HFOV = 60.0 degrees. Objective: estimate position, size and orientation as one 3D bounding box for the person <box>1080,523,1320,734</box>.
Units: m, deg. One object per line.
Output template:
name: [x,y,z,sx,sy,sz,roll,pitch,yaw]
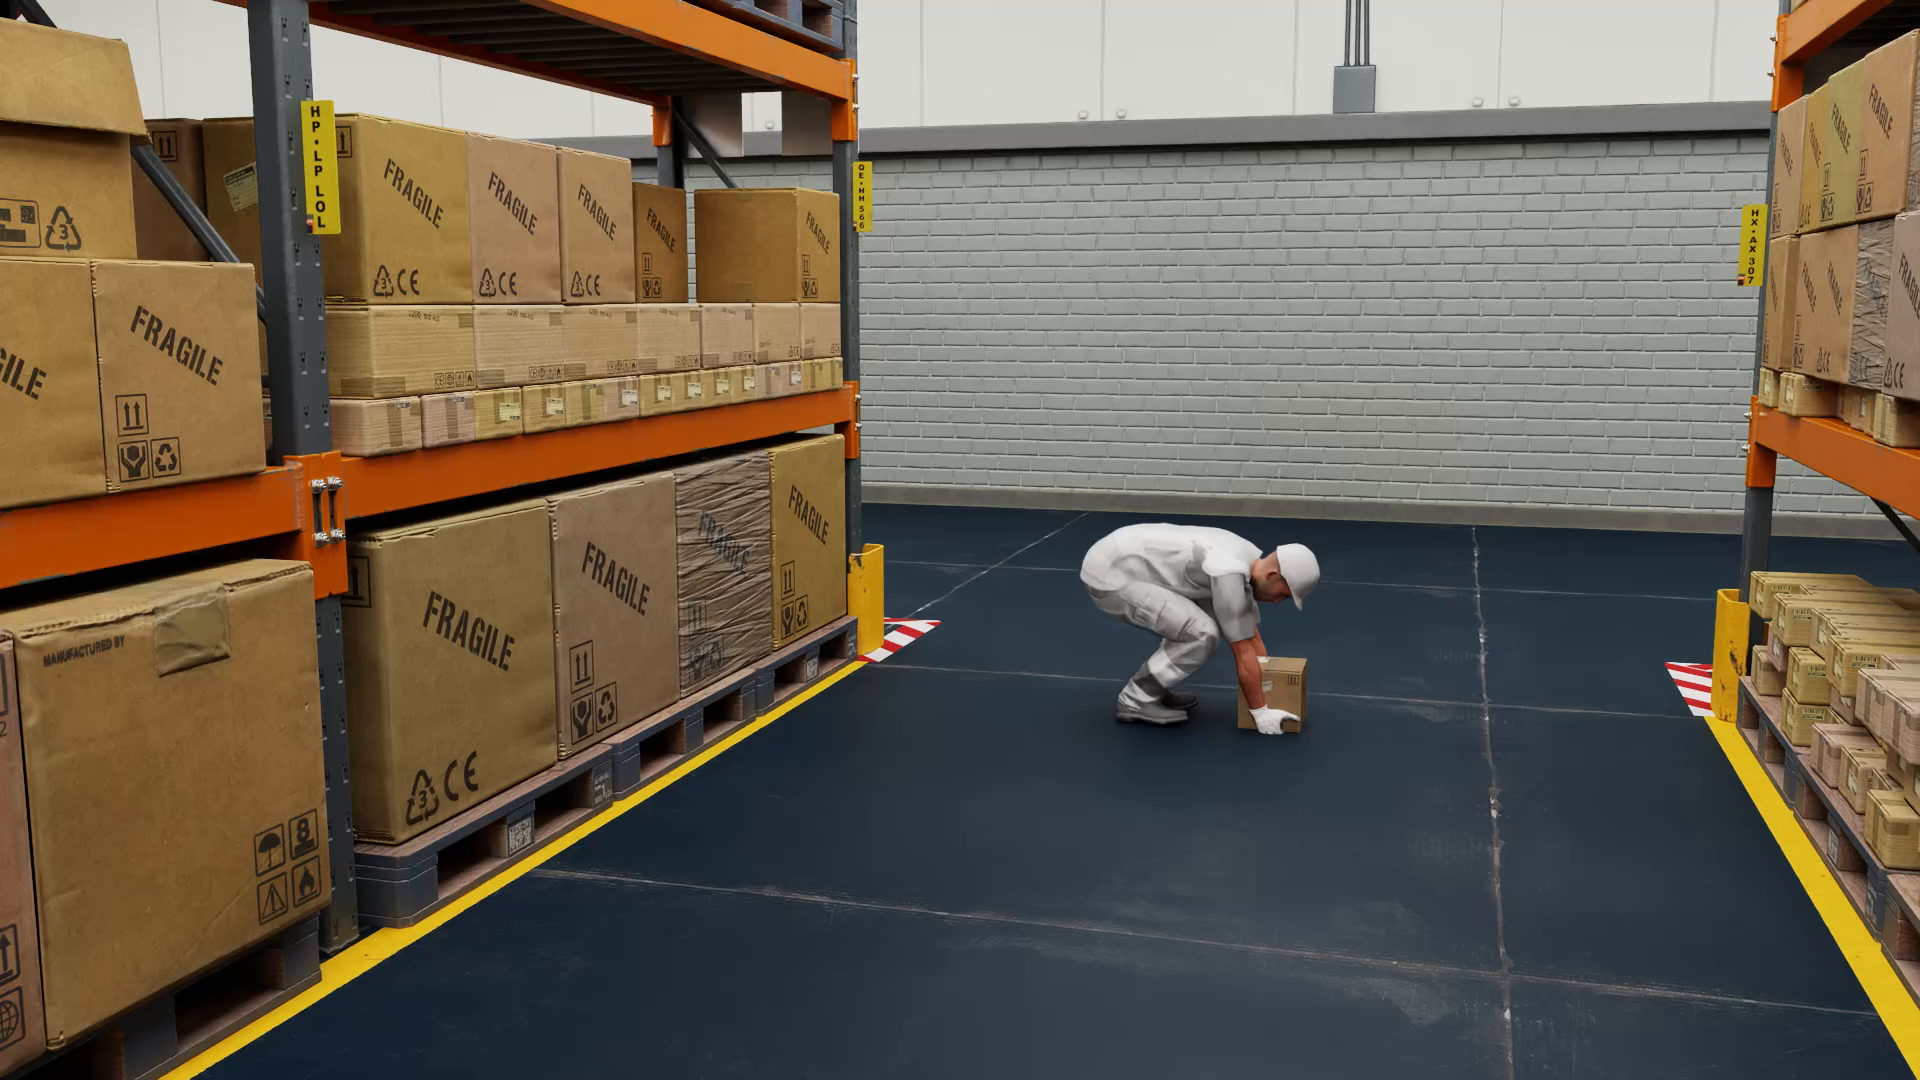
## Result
person: [0.978,0.352,6.838,0.966,0.830,0.527,2,8,15]
